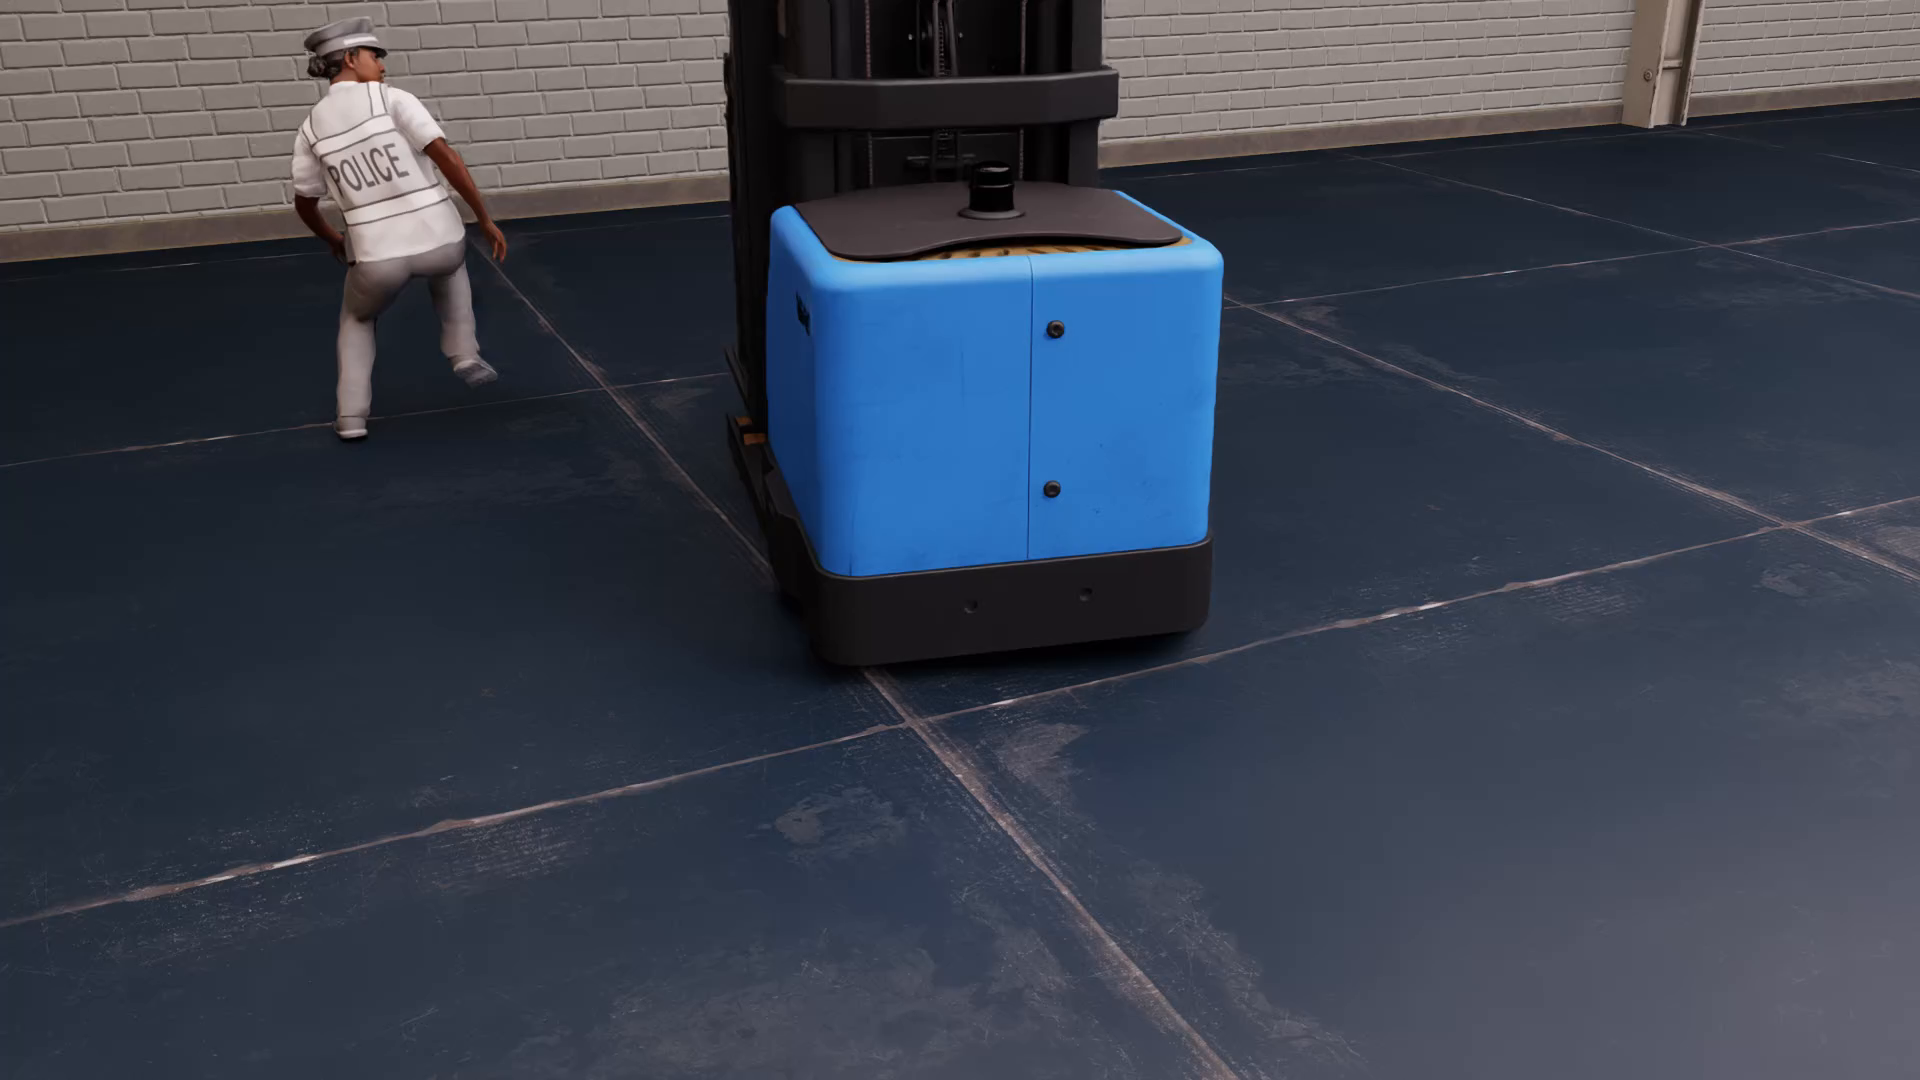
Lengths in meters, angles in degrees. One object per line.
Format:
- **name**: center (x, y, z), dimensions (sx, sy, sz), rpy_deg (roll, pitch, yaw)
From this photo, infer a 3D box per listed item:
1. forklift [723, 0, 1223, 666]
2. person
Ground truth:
- **forklift**: center (-0.185, -1.574, 5.074), dimensions (1.130, 2.935, 3.031), rpy_deg (-5, 23, -13)
- **person**: center (-1.990, -1.112, 5.941), dimensions (0.705, 1.460, 0.666), rpy_deg (-6, 23, -14)
